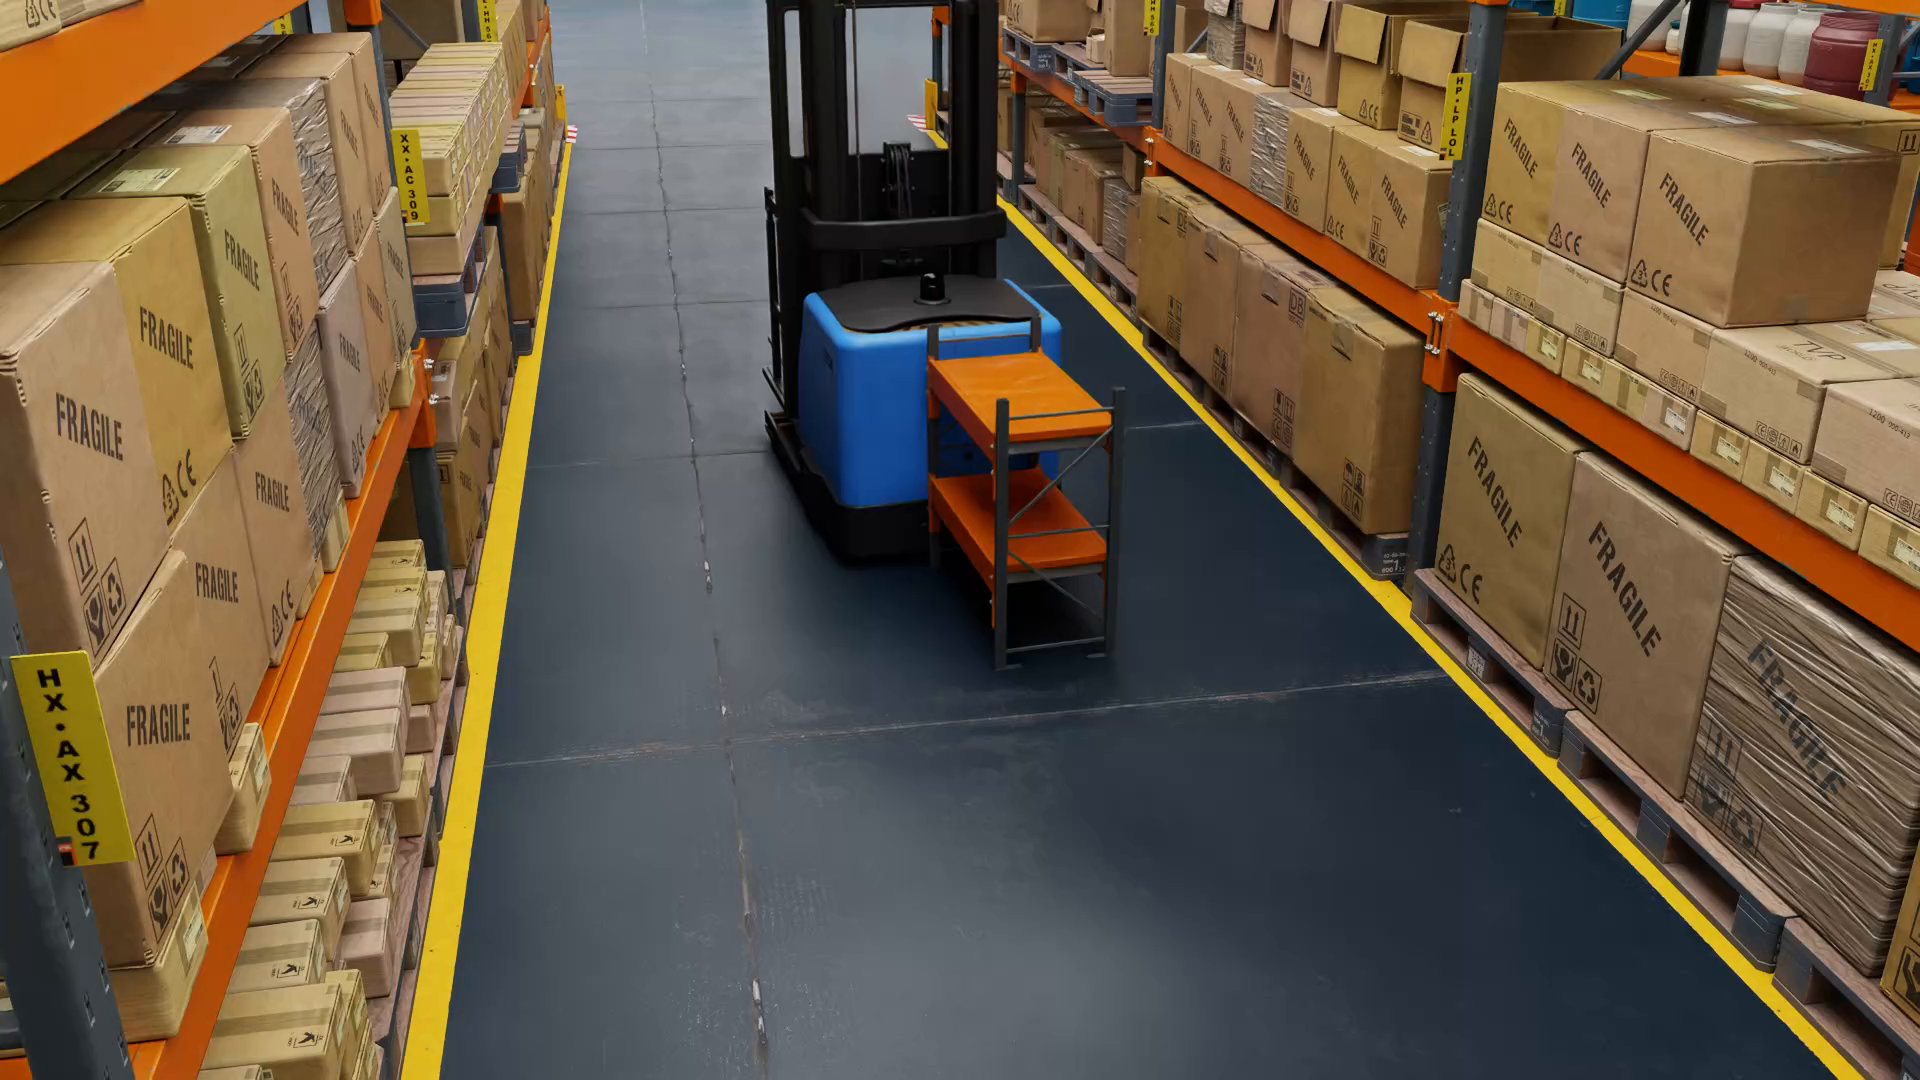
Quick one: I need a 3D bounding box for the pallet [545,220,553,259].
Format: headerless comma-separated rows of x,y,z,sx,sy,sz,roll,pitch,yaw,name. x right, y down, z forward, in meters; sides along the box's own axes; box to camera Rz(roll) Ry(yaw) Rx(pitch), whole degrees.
-3.730,-2.409,13.002,1.003,0.211,1.213,-4,24,-10,pallet

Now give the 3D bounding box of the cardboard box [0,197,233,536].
-1.649,-0.299,2.941,0.500,0.500,0.500,-4,24,-8,cardboard box

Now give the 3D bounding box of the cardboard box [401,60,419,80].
-3.025,-2.654,9.953,0.500,0.500,0.500,-4,24,-9,cardboard box

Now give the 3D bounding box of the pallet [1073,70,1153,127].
1.450,-2.923,10.935,1.213,0.211,1.003,-4,24,-10,pallet

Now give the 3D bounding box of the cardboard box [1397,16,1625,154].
2.300,-1.921,7.023,0.797,0.503,0.637,-5,24,-11,cardboard box

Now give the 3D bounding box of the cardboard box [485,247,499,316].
-2.719,-1.354,8.765,0.500,0.250,0.500,-4,24,-9,cardboard box

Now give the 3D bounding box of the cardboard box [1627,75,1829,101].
2.774,-1.415,6.122,0.500,0.500,0.500,-4,24,-8,cardboard box

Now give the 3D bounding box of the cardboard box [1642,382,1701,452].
2.394,-0.399,5.230,0.380,0.149,0.250,-4,24,-9,cardboard box

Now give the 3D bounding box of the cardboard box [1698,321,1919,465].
2.527,-0.435,4.813,0.500,0.250,0.500,-4,24,-10,cardboard box

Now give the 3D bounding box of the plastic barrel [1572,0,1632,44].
5.588,-4.734,14.215,0.600,0.901,0.708,-4,24,-10,plastic barrel

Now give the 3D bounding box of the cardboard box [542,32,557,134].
-4.496,-4.515,16.470,0.875,0.875,0.875,-4,24,-9,cardboard box

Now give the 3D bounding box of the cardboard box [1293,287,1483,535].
2.288,-0.634,7.584,1.225,0.875,0.875,-4,24,-10,cardboard box

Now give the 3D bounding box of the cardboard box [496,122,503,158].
-2.529,-2.031,8.442,0.380,0.149,0.250,-5,24,-10,cardboard box

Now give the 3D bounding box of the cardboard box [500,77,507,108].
-2.617,-2.359,8.822,0.380,0.149,0.250,-3,24,-8,cardboard box

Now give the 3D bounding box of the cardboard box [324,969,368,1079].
-1.640,1.178,3.972,0.380,0.149,0.250,-4,24,-8,cardboard box

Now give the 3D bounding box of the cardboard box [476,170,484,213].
-2.280,-1.510,7.250,0.380,0.149,0.250,-5,24,-12,cardboard box

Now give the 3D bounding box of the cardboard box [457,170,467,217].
-2.138,-1.342,6.493,0.380,0.149,0.250,-5,24,-11,cardboard box

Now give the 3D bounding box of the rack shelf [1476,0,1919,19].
2.796,-1.423,4.413,1.077,0.370,4.000,-4,24,-10,rack shelf

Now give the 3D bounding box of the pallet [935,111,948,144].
0.336,-4.255,17.229,1.003,0.211,1.213,-4,24,-10,pallet

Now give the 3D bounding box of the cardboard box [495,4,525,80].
-3.494,-3.646,12.226,0.500,0.500,0.500,-5,24,-10,cardboard box

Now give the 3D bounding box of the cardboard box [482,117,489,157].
-2.379,-1.856,7.668,0.380,0.149,0.250,-5,24,-11,cardboard box

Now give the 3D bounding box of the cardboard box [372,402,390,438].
-2.039,-0.425,5.289,0.380,0.149,0.250,-3,24,-8,cardboard box

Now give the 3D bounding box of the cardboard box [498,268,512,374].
-2.828,-1.219,9.391,0.500,0.500,0.500,-4,24,-10,cardboard box

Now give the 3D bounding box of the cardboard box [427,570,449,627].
-2.097,0.240,6.118,0.380,0.149,0.250,-4,24,-9,cardboard box

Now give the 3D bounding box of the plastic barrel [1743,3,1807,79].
6.076,-3.711,12.359,0.421,0.512,0.421,0,24,0,plastic barrel

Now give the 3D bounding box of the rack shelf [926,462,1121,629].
0.241,0.000,6.955,0.538,0.278,1.000,-6,24,-14,rack shelf

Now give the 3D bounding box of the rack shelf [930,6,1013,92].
0.577,-4.769,15.820,1.077,0.370,4.000,-4,24,-10,rack shelf

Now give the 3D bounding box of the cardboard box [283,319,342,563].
-1.842,-0.246,4.069,0.500,0.500,0.500,-5,24,-11,cardboard box

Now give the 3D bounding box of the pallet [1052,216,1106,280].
1.321,-2.247,12.631,1.003,0.211,1.213,-4,24,-10,pallet

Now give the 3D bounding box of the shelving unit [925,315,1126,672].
0.241,-0.224,6.857,0.538,1.125,1.048,-6,24,-14,shelving unit

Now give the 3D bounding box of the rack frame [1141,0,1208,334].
1.686,-2.739,10.273,1.000,3.000,0.127,-4,24,-10,rack frame

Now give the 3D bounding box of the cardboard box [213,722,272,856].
-1.550,0.492,3.189,0.380,0.149,0.250,-5,24,-11,cardboard box

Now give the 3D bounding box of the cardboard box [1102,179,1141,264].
1.428,-2.274,11.782,0.700,0.500,0.500,-6,24,-14,cardboard box

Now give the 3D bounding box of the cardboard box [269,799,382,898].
-1.753,0.829,4.397,0.380,0.149,0.250,-4,24,-9,cardboard box

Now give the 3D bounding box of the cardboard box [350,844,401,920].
-1.809,1.012,4.722,0.380,0.149,0.250,-4,24,-10,cardboard box

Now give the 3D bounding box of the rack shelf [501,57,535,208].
-3.577,-2.868,11.468,1.077,0.370,4.000,-4,24,-10,rack shelf

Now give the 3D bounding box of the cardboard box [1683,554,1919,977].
2.800,0.586,4.791,0.875,0.875,0.875,-4,24,-10,cardboard box

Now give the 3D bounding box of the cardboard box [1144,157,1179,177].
1.533,-2.400,11.133,0.500,0.250,0.500,-3,24,-8,cardboard box

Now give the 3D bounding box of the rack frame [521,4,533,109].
-3.947,-3.985,13.126,1.000,3.000,0.127,-4,24,-10,rack frame

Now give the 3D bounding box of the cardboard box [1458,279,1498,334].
2.154,-0.909,6.398,0.380,0.149,0.250,-4,24,-10,cardboard box

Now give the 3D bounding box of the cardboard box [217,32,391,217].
-2.115,-1.313,5.264,0.500,0.500,0.500,-5,24,-12,cardboard box

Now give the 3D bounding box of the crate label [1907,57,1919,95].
6.844,-3.222,11.588,0.303,0.233,0.416,-4,24,-10,crate label

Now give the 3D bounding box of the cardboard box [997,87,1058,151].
0.607,-3.982,15.719,0.500,0.500,0.500,-6,24,-14,cardboard box

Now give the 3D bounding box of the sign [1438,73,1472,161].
1.894,-1.616,6.354,0.100,0.325,0.005,-4,24,-10,sign

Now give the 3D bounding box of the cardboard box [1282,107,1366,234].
1.883,-1.775,7.941,0.500,0.500,0.500,-5,24,-10,cardboard box

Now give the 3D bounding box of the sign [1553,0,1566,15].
5.271,-4.769,14.576,0.100,0.325,0.005,-4,24,-10,sign

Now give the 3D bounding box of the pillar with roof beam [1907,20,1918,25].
10.450,-11.564,22.985,9.100,9.000,0.400,-4,24,-10,pillar with roof beam

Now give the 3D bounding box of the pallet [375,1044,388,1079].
-1.857,1.661,3.682,1.003,0.211,1.213,-4,24,-10,pallet

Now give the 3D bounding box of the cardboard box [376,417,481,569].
-2.343,-0.195,7.047,0.500,0.500,0.500,-3,24,-8,cardboard box

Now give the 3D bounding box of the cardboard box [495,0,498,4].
-3.849,-4.294,12.459,0.700,0.500,0.500,-5,24,-11,cardboard box

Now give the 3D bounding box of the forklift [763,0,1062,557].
-0.421,-1.831,8.280,1.130,2.935,3.031,-6,24,-14,forklift

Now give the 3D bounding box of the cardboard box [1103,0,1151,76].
1.346,-3.398,11.134,0.700,0.500,0.500,-1,24,-2,cardboard box

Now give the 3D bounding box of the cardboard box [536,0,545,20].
-4.450,-5.269,15.880,0.875,0.550,0.550,-4,24,-10,cardboard box

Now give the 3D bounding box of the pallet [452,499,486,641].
-2.613,0.134,7.180,1.003,0.211,1.213,-4,24,-10,pallet

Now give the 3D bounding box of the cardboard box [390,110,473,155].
-2.234,-1.685,6.907,0.380,0.149,0.250,-5,24,-10,cardboard box

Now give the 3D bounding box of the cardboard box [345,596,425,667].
-2.006,0.319,5.565,0.380,0.149,0.250,-5,24,-10,cardboard box

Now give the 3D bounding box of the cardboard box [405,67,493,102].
-2.481,-2.200,8.086,0.380,0.149,0.250,-4,24,-10,cardboard box
